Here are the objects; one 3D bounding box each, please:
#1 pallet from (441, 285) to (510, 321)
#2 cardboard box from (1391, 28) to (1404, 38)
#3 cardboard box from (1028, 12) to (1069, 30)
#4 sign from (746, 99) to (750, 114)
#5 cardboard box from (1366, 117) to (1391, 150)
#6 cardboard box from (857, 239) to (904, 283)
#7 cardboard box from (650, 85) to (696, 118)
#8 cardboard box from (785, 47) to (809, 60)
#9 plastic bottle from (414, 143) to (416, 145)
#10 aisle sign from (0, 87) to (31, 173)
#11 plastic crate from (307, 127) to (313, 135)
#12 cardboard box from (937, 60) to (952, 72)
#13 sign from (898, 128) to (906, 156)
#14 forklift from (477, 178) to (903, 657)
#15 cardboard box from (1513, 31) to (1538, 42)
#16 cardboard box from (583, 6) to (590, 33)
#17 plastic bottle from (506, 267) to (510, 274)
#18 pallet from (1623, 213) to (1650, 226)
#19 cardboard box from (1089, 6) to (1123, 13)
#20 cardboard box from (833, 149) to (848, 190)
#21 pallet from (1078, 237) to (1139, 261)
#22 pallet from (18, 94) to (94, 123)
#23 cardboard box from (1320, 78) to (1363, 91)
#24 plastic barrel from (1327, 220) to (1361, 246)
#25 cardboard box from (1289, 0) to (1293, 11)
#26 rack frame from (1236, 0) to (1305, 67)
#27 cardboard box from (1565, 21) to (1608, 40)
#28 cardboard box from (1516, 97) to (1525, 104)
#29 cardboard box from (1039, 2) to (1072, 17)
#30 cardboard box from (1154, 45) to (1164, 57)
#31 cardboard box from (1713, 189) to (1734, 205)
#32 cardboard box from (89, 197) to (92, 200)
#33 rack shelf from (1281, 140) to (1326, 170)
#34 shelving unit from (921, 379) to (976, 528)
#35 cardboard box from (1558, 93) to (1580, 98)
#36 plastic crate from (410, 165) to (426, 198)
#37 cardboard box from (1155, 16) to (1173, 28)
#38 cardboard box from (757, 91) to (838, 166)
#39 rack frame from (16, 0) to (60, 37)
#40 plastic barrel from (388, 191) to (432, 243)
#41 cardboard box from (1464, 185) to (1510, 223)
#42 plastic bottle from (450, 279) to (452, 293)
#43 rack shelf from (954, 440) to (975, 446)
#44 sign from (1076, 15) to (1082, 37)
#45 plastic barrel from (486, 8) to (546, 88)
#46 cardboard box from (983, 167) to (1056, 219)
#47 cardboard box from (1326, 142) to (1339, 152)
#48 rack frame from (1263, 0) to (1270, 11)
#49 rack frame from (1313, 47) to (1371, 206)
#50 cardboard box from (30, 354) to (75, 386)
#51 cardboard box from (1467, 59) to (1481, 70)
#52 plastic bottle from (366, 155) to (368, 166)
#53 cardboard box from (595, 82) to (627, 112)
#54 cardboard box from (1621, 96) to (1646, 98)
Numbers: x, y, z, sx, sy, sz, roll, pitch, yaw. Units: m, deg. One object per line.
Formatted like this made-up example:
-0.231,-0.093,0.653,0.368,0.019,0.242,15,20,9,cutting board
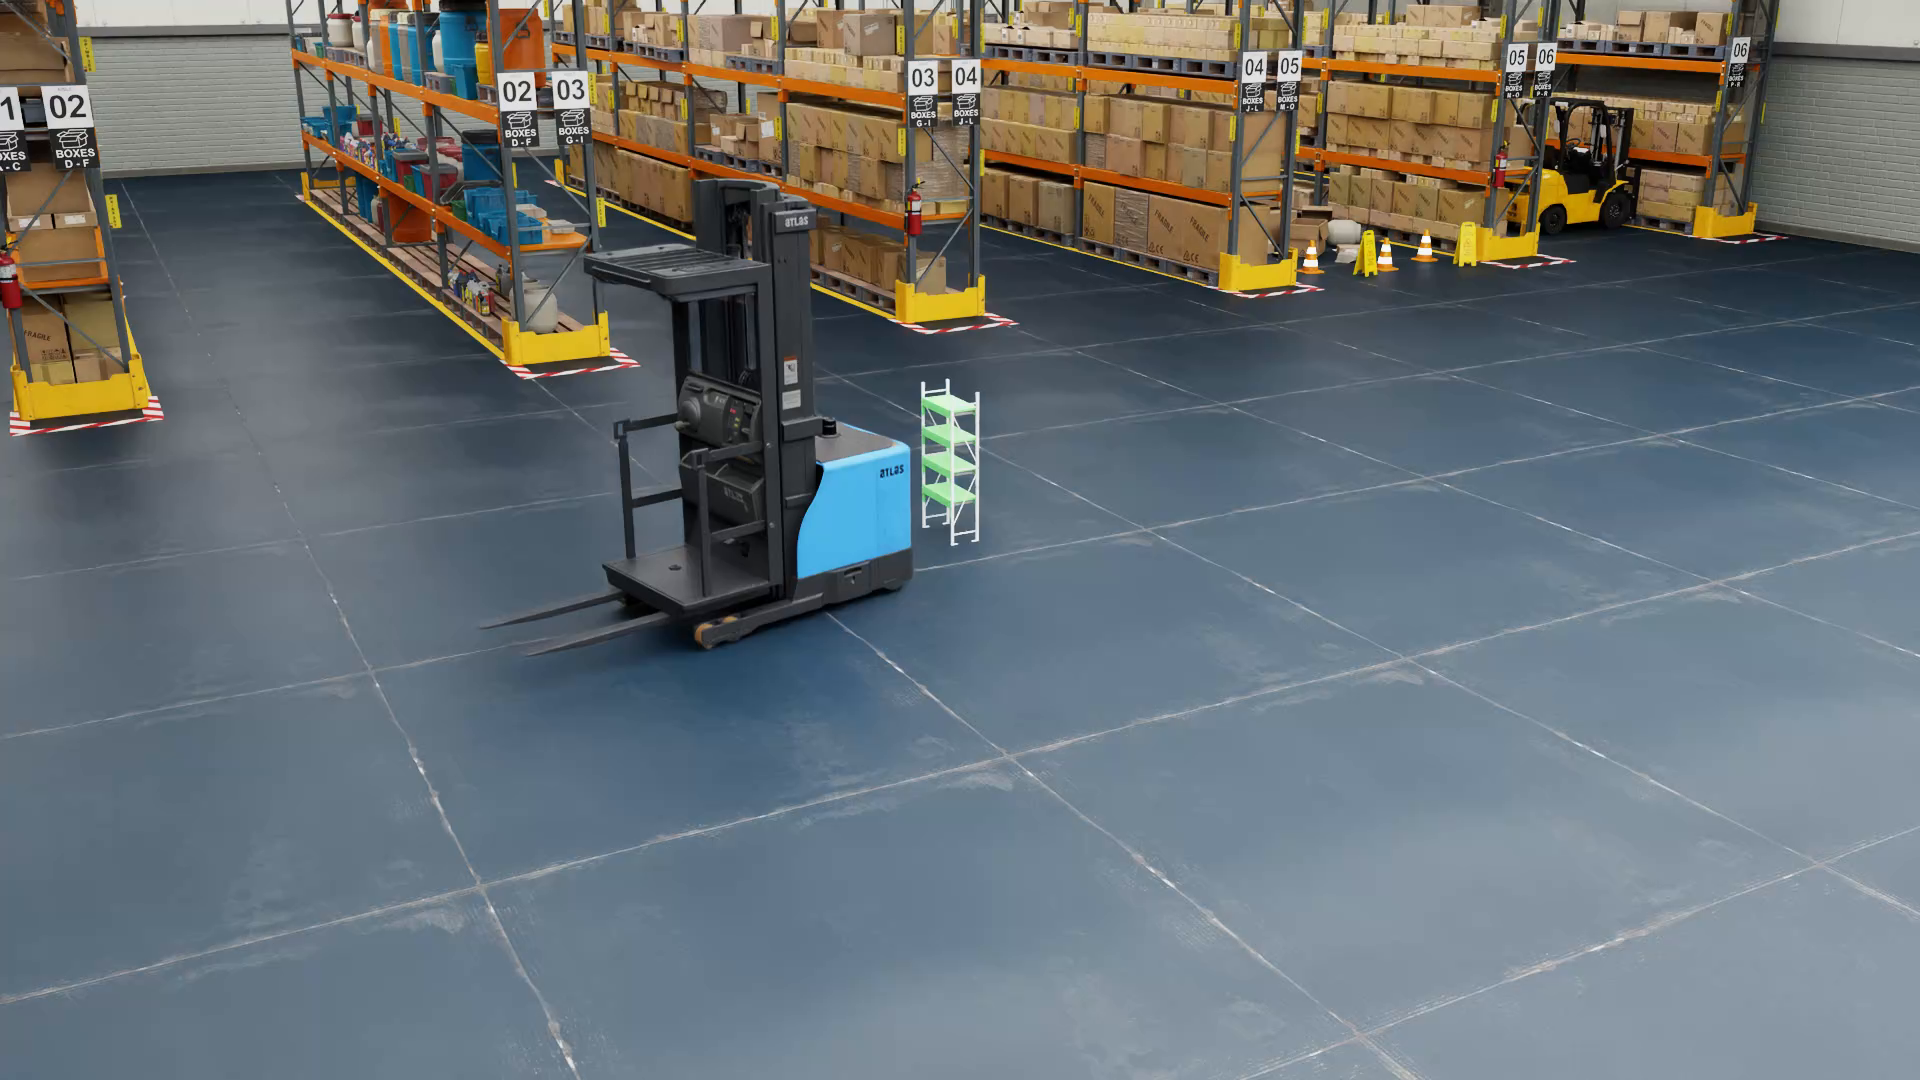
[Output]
-6.192,-3.144,21.919,1.003,0.211,1.213,-10,21,-27,pallet
7.135,-8.133,26.668,0.380,0.149,0.250,-10,22,-27,cardboard box
1.471,-8.572,27.824,0.500,0.500,0.500,-10,21,-27,cardboard box
-3.541,-7.174,27.668,0.100,0.325,0.005,-10,21,-27,sign
7.056,-6.695,27.327,0.500,0.500,0.500,-10,21,-27,cardboard box
-1.092,-3.828,22.815,0.500,0.500,0.500,-8,21,-22,cardboard box
-4.979,-7.690,29.127,0.797,0.503,0.637,-9,21,-25,cardboard box
-2.232,-6.823,23.327,0.380,0.149,0.250,-11,22,-28,cardboard box
-8.803,-6.268,26.876,0.061,0.283,0.133,-10,21,-27,plastic bottle
-9.163,-3.912,15.883,0.394,0.787,0.004,-10,21,-27,aisle sign
-11.943,-7.589,30.837,0.250,0.136,0.298,-10,21,-27,plastic crate
-0.143,-5.931,20.741,0.380,0.149,0.250,-10,21,-27,cardboard box
-0.714,-4.897,20.465,0.100,0.325,0.005,-10,21,-27,sign
-1.789,-0.857,11.121,3.031,2.935,1.121,-16,24,-38,forklift
8.517,-7.625,25.195,0.380,0.149,0.250,-10,21,-27,cardboard box
-7.070,-10.122,32.319,0.700,0.500,0.500,-12,22,-30,cardboard box
-5.914,-3.477,21.996,0.144,0.351,0.185,-11,22,-28,plastic bottle
11.897,-5.830,29.703,1.003,0.211,1.213,-10,21,-27,pallet
2.971,-10.626,33.932,0.500,0.500,0.500,-10,22,-28,cardboard box
-1.222,-5.051,22.561,0.875,0.500,0.500,-10,21,-27,cardboard box
2.590,-4.619,26.195,1.003,0.211,1.213,-10,21,-27,pallet
-9.248,-4.330,16.619,1.003,0.211,1.213,-10,21,-27,pallet
8.136,-9.569,35.462,0.797,0.503,0.637,-11,22,-28,cardboard box
6.193,-4.956,26.845,0.512,0.421,0.421,4,19,11,plastic barrel
7.380,-11.834,36.727,0.396,0.266,0.258,-10,22,-27,cardboard box
4.198,-7.856,22.101,1.000,3.000,0.127,-10,21,-27,rack frame
11.154,-9.079,29.584,0.500,0.311,0.500,-9,21,-26,cardboard box
10.477,-8.222,31.214,0.380,0.149,0.250,-10,22,-27,cardboard box
2.139,-11.355,35.886,0.797,0.503,0.637,-8,21,-22,cardboard box
3.018,-7.046,23.940,0.380,0.149,0.250,-10,21,-26,cardboard box
12.832,-5.888,28.400,0.500,0.250,0.500,-10,21,-26,cardboard box
-9.424,-3.543,17.653,0.380,0.149,0.250,-11,22,-28,cardboard box
5.657,-7.198,30.495,1.077,0.370,4.000,-10,21,-27,rack shelf
-0.081,-0.616,13.078,0.258,1.200,0.492,-10,21,-27,shelving unit
11.083,-8.032,30.207,0.380,0.149,0.250,-10,21,-26,cardboard box
-7.271,-4.922,22.823,0.392,0.384,0.575,-10,21,-27,plastic crate
3.015,-7.424,23.814,0.380,0.149,0.250,-10,21,-26,cardboard box
-2.369,-6.161,24.823,1.000,1.000,1.000,-10,21,-26,cardboard box
-12.734,-7.880,22.171,1.000,3.000,0.127,-10,21,-27,rack frame
-8.621,-5.120,26.054,0.600,0.830,0.708,-10,21,-27,plastic barrel
8.354,-5.350,26.458,0.500,0.500,0.500,-11,22,-28,cardboard box
-6.660,-3.358,21.880,0.097,0.201,0.097,0,19,0,plastic bottle
-0.079,-0.808,13.007,0.199,0.029,0.442,-10,21,-27,rack shelf
1.825,-7.892,25.531,0.100,0.325,0.005,-10,21,-27,sign
-4.917,-5.453,18.434,0.600,0.830,0.708,-10,21,-27,plastic barrel
1.027,-6.012,28.761,1.050,0.750,0.750,-10,21,-26,cardboard box
6.474,-6.705,28.349,0.380,0.149,0.250,-10,21,-27,cardboard box
7.174,-12.866,36.622,1.000,3.000,0.127,-10,21,-27,rack frame
6.606,-6.964,28.714,1.000,3.000,0.127,-10,21,-27,rack frame
-9.450,-1.754,17.187,0.500,0.250,0.500,-10,21,-27,cardboard box
7.943,-7.240,25.301,0.380,0.149,0.250,-10,21,-26,cardboard box
-9.320,-6.008,26.248,0.097,0.201,0.097,0,19,0,plastic bottle
-6.602,-8.384,31.455,0.500,0.500,0.500,-10,21,-26,cardboard box
11.970,-7.811,29.564,0.380,0.149,0.250,-10,22,-27,cardboard box
